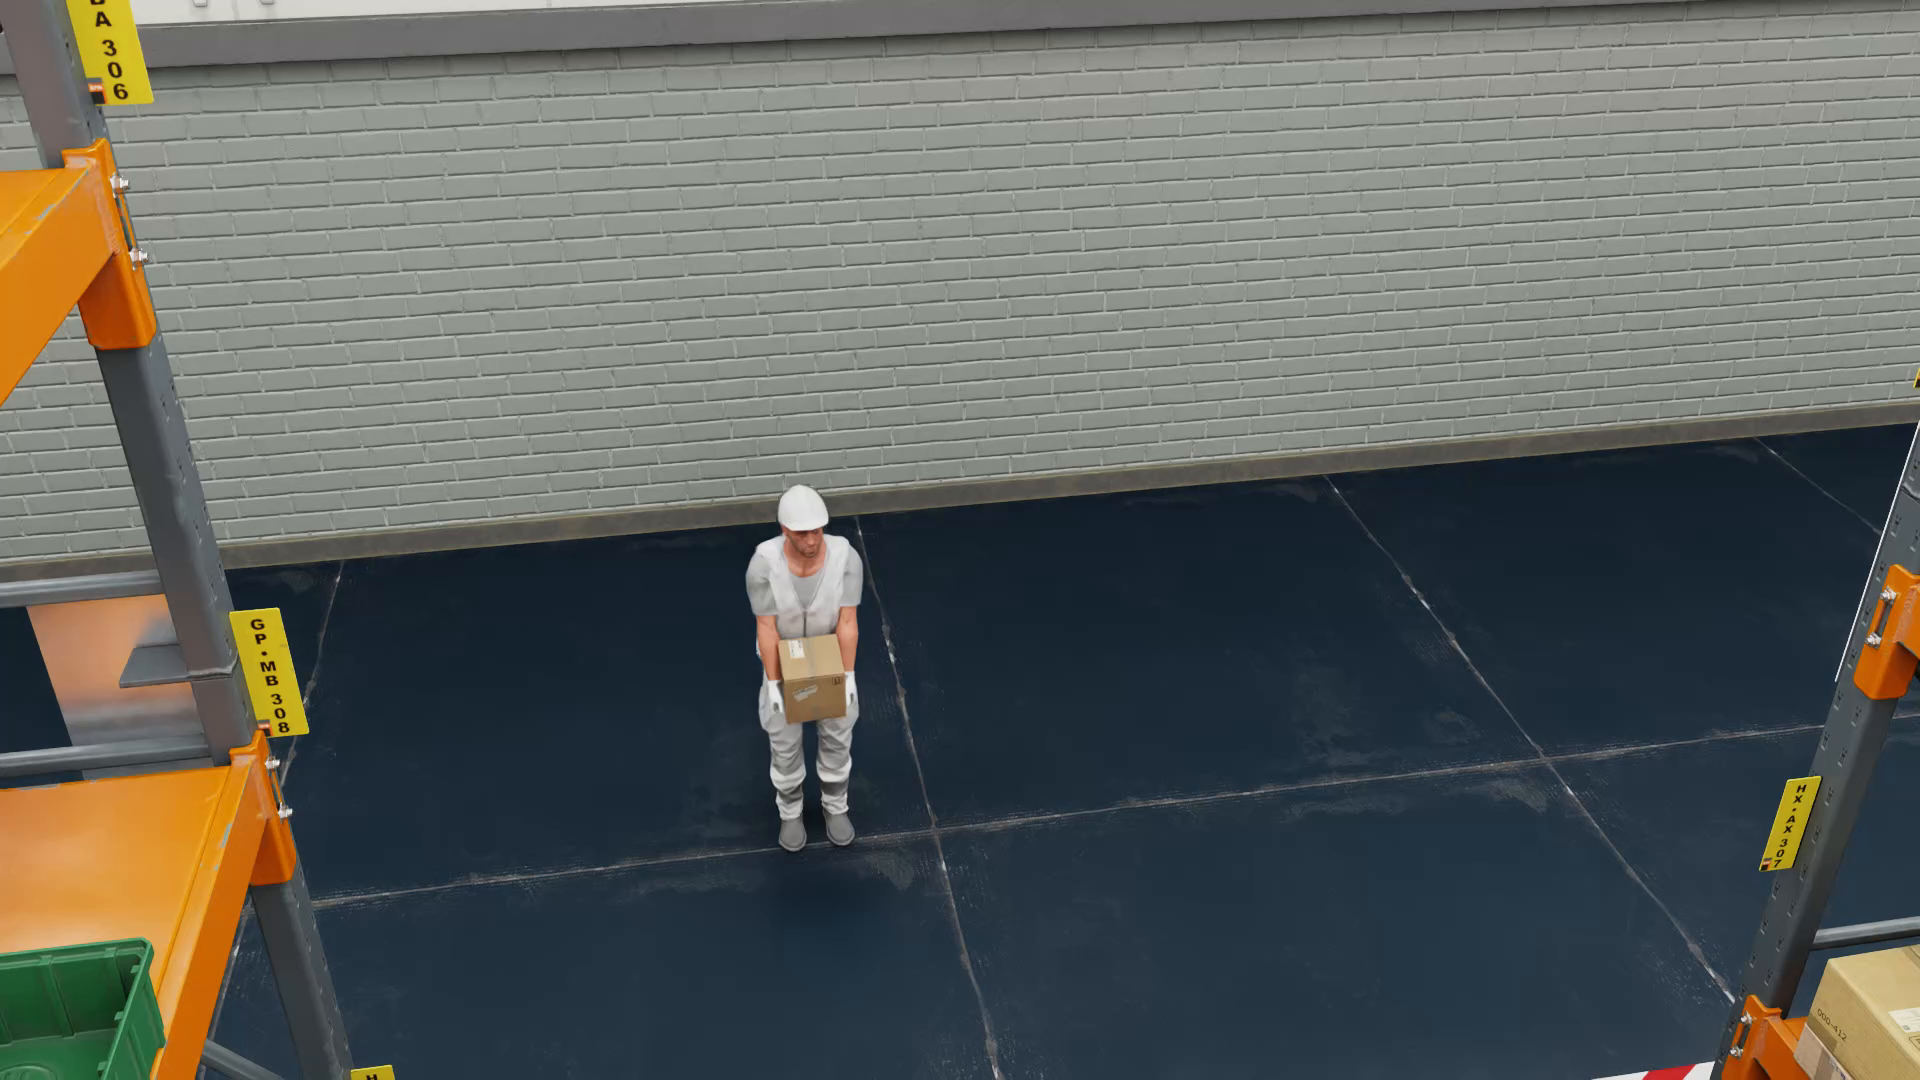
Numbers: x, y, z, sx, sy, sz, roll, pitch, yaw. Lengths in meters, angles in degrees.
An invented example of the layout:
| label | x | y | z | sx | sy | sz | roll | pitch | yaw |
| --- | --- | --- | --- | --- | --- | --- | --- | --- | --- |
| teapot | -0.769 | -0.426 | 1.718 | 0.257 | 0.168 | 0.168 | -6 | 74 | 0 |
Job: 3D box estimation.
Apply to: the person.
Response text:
| label | x | y | z | sx | sy | sz | roll | pitch | yaw |
| --- | --- | --- | --- | --- | --- | --- | --- | --- | --- |
| person | -0.651 | 0.572 | 7.151 | 0.472 | 1.776 | 0.571 | -6 | 31 | -10 |
